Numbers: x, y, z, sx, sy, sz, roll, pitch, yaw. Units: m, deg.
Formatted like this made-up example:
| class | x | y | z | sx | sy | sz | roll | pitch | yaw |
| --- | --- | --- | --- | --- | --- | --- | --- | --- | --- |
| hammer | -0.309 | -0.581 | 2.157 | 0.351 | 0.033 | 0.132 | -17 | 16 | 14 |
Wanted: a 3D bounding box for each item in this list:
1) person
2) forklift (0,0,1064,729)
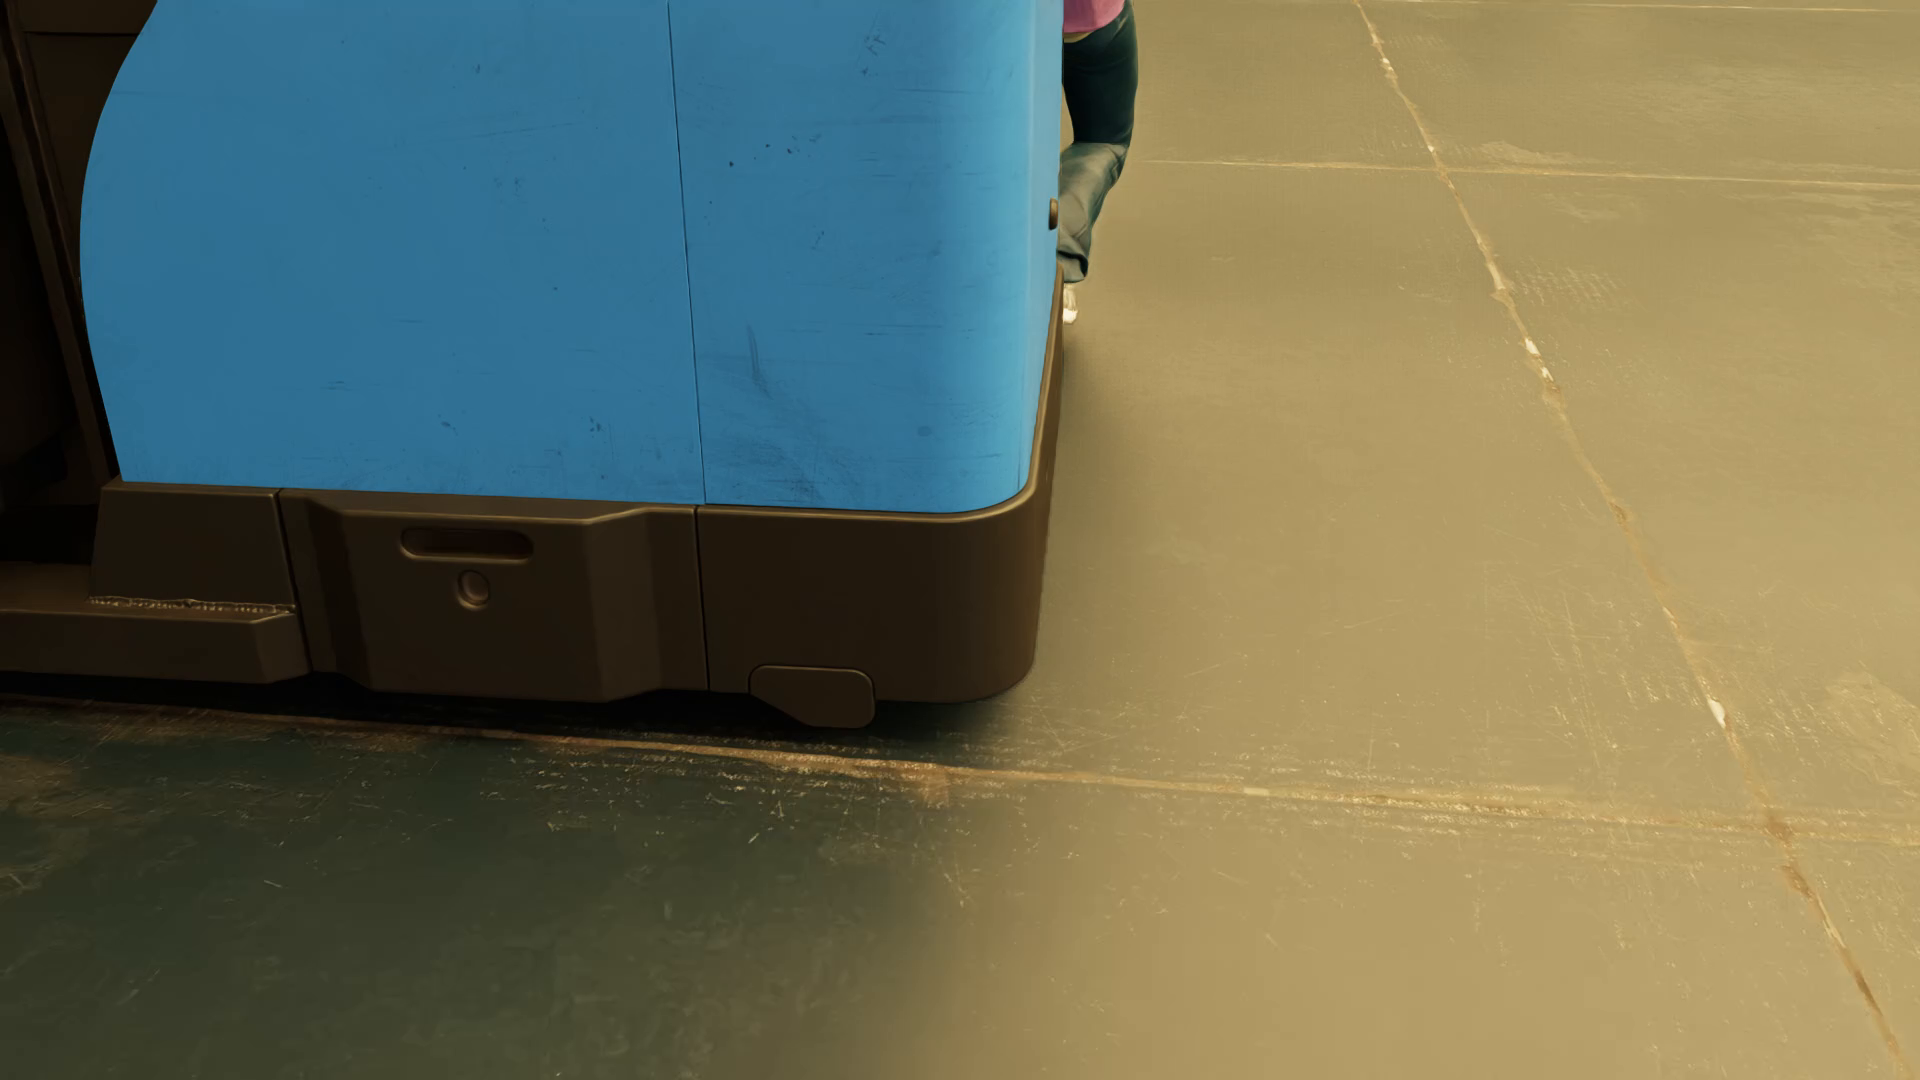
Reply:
| class | x | y | z | sx | sy | sz | roll | pitch | yaw |
| --- | --- | --- | --- | --- | --- | --- | --- | --- | --- |
| person | -0.020 | -1.108 | 3.038 | 0.884 | 1.503 | 0.701 | 1 | 27 | 1 |
| forklift | -1.380 | -1.347 | 1.916 | 3.031 | 2.935 | 1.130 | 2 | 27 | 5 |
